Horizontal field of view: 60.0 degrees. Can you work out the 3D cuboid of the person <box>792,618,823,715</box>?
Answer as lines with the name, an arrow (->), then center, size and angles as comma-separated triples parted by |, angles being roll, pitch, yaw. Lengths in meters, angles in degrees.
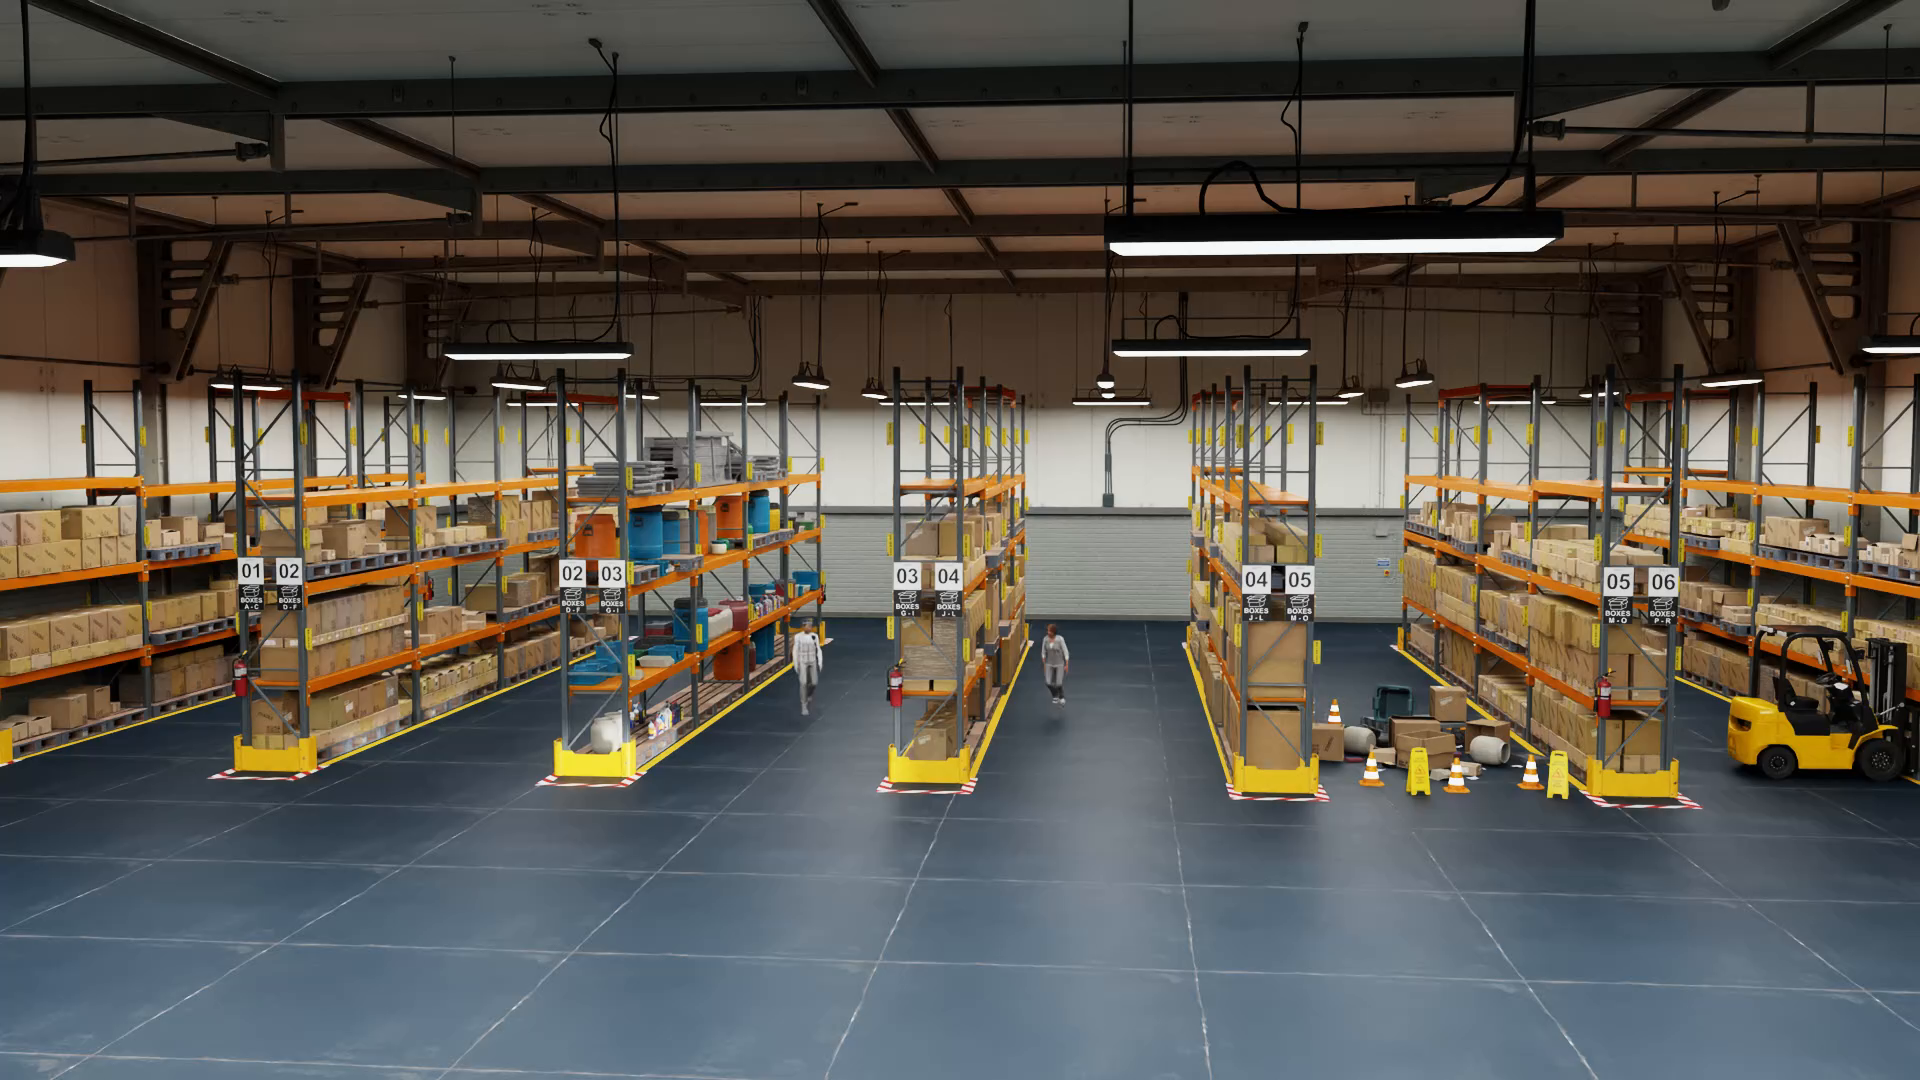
person -> -2.676, 2.229, 29.577 | 0.507, 1.666, 0.689 | -1, 4, -19

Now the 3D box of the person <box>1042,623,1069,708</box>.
person -> 1.685, 2.235, 29.508 | 0.499, 1.534, 0.521 | 1, 4, 20
